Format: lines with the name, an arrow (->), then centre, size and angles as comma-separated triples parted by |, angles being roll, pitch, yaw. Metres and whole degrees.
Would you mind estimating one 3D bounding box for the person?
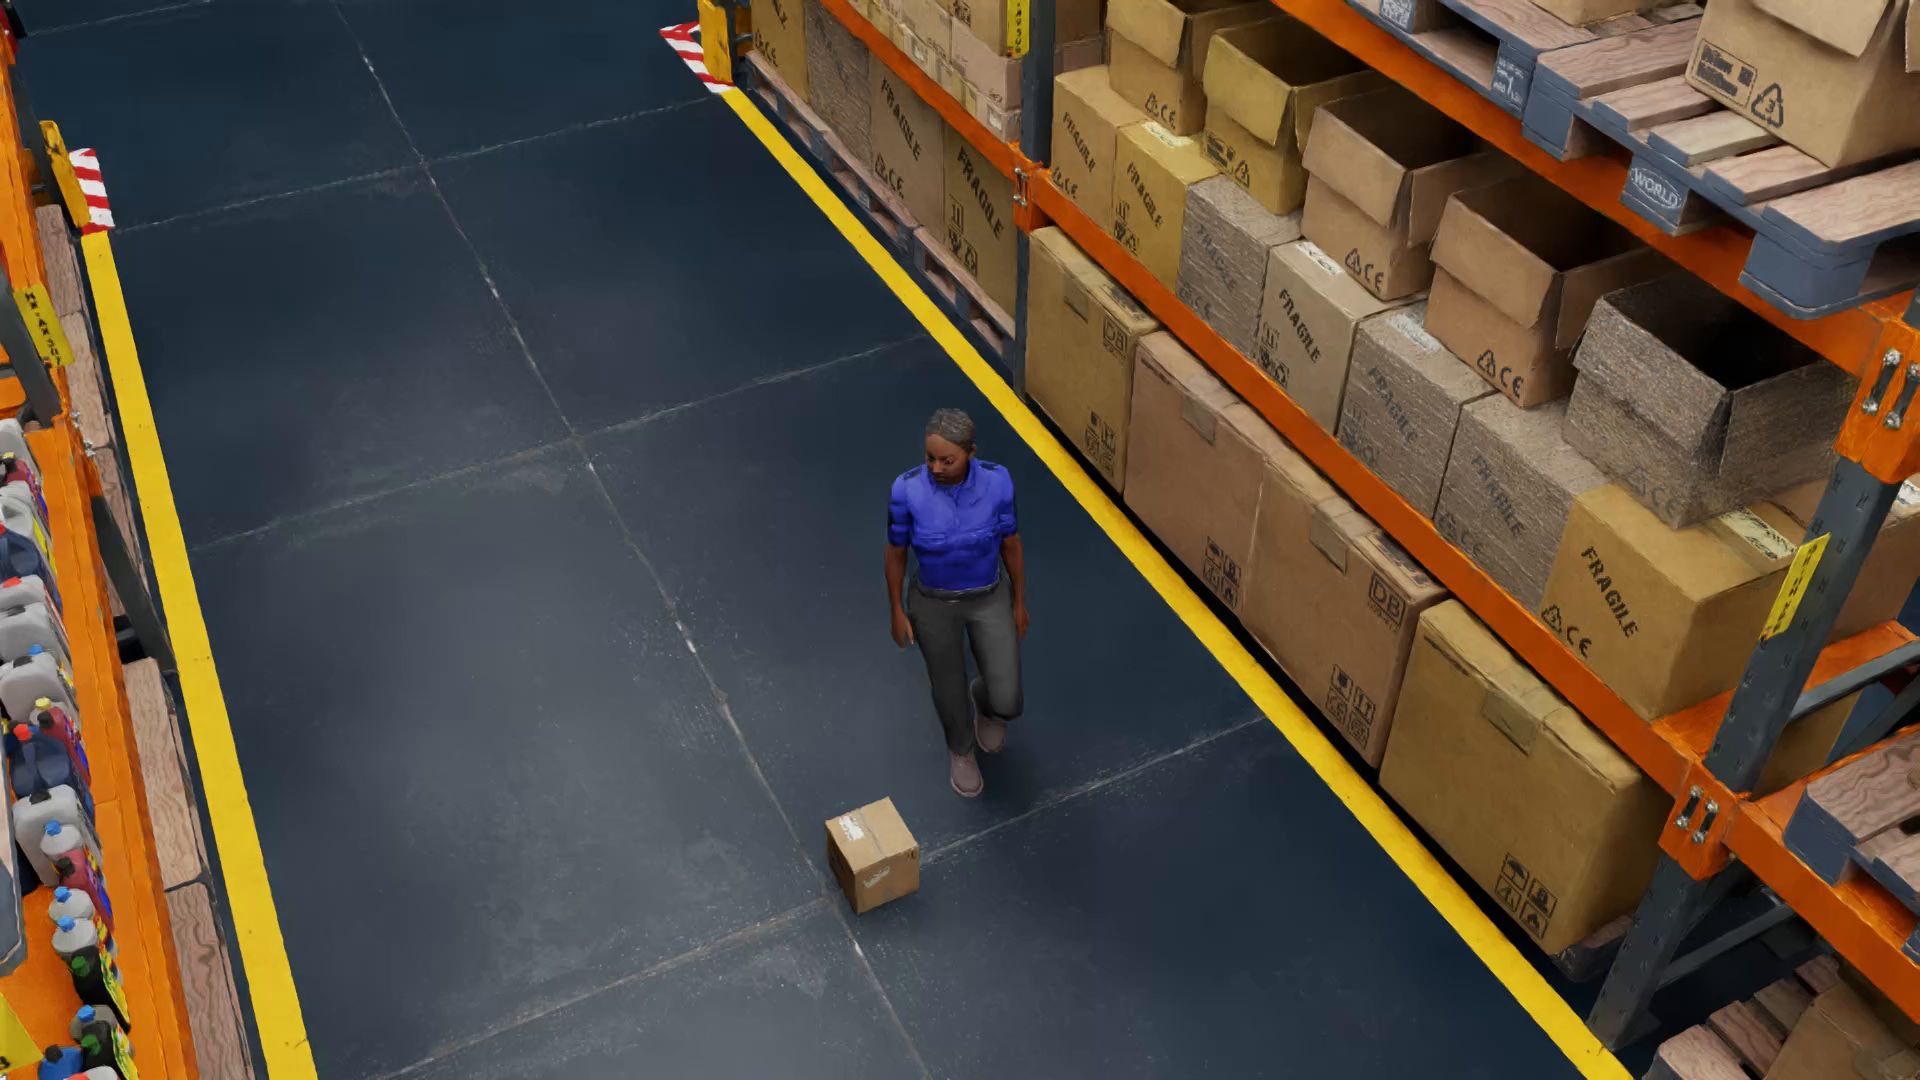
person -> -0.001, 0.260, 5.863 | 0.504, 1.657, 0.456 | -4, 42, -4
